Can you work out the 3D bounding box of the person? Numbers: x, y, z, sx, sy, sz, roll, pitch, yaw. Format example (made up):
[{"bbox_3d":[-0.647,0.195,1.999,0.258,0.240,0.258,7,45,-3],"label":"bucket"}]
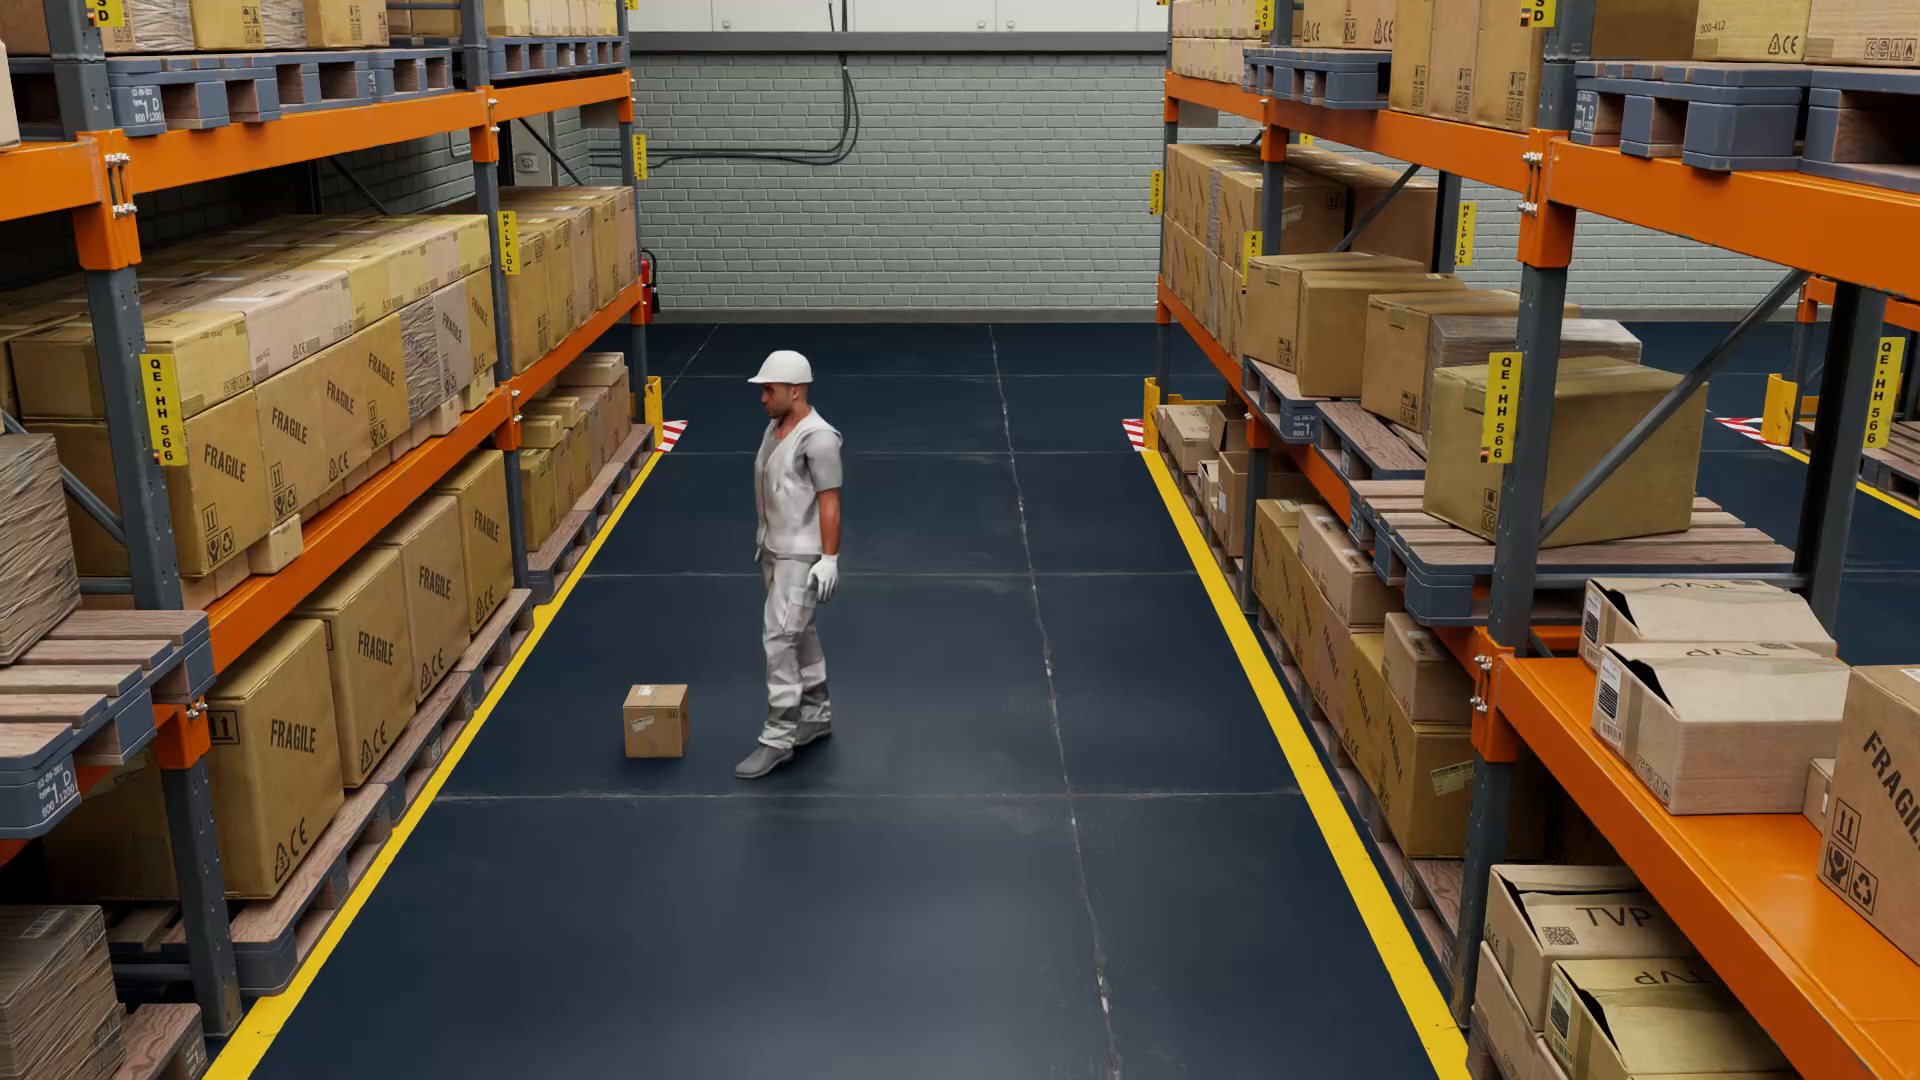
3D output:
[{"bbox_3d":[-0.830,0.079,7.229,0.587,1.786,0.572,-10,20,-30],"label":"person"}]
